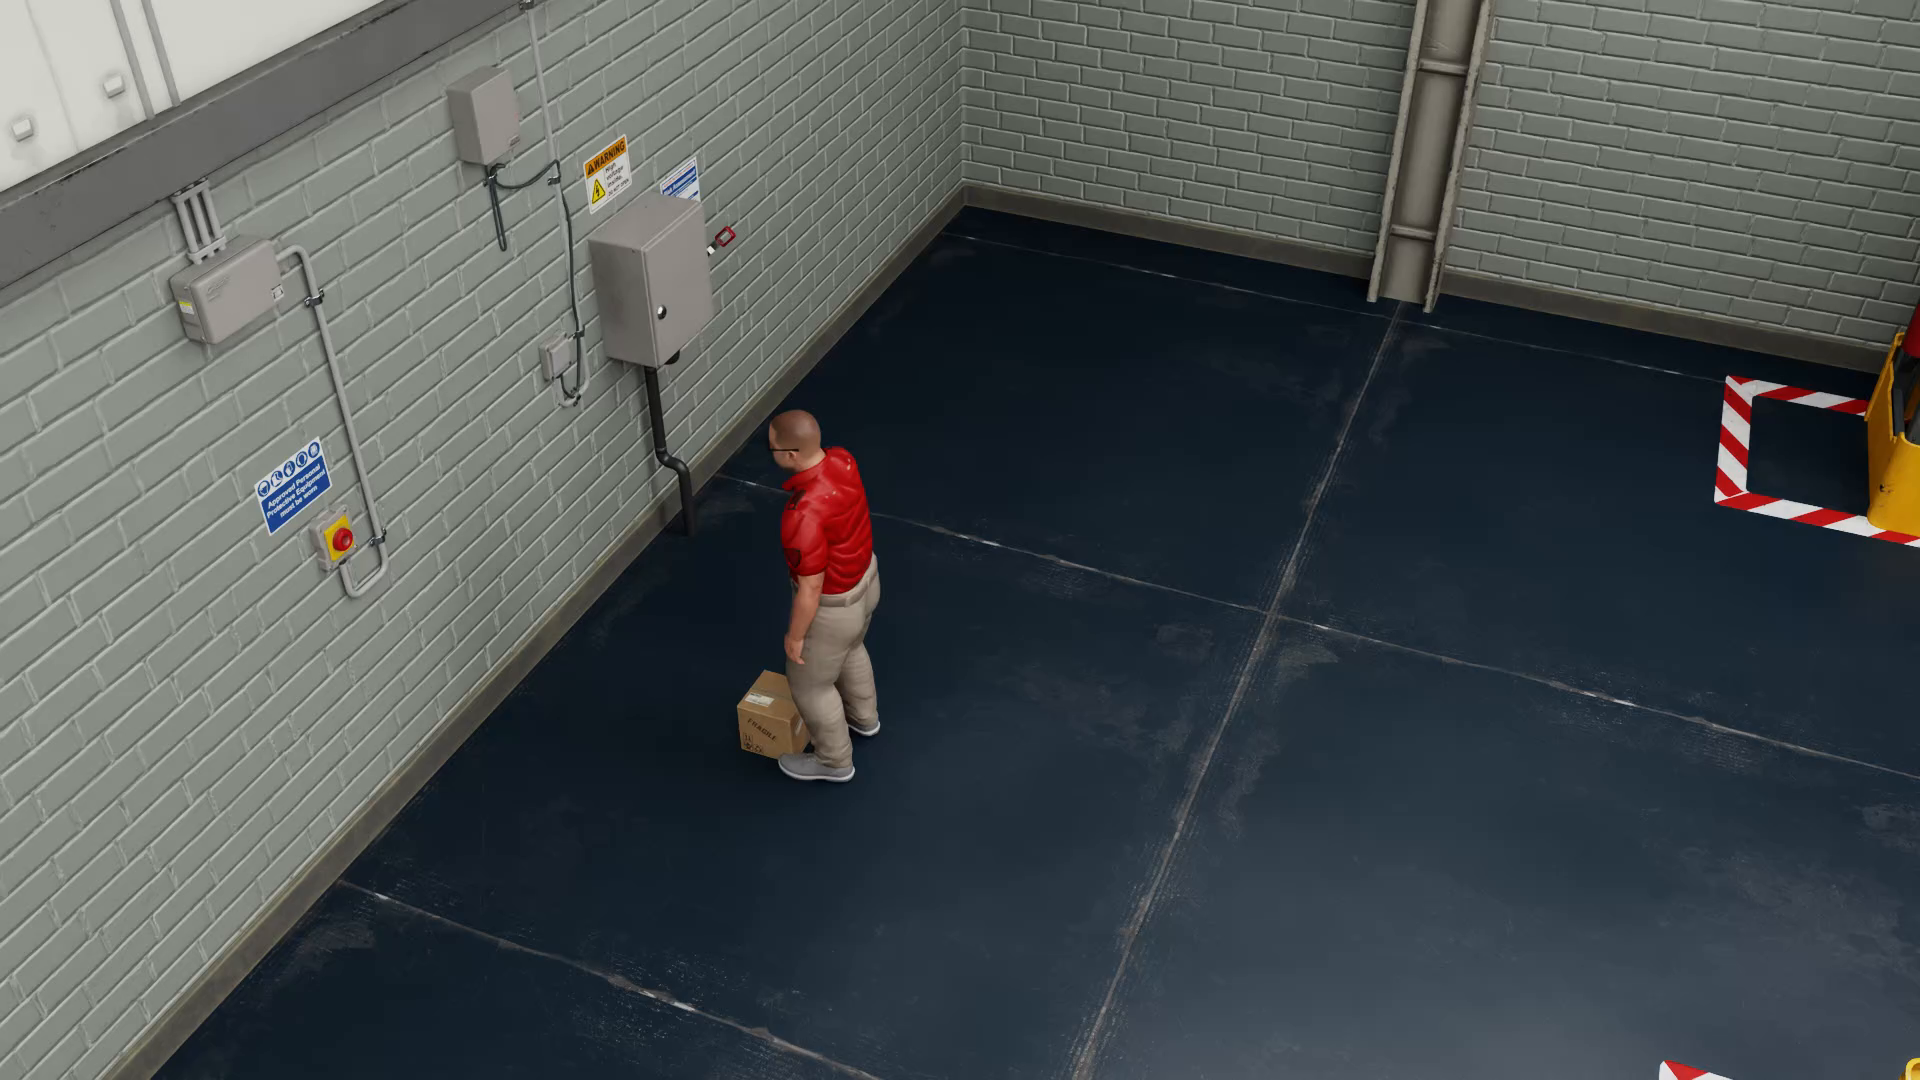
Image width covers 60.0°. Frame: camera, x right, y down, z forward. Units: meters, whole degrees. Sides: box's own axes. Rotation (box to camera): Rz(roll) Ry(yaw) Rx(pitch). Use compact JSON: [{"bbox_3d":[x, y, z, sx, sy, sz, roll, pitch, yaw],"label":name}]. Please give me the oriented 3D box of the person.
[{"bbox_3d":[-0.533,0.257,6.568,0.393,1.636,0.605,12,39,15],"label":"person"}]
